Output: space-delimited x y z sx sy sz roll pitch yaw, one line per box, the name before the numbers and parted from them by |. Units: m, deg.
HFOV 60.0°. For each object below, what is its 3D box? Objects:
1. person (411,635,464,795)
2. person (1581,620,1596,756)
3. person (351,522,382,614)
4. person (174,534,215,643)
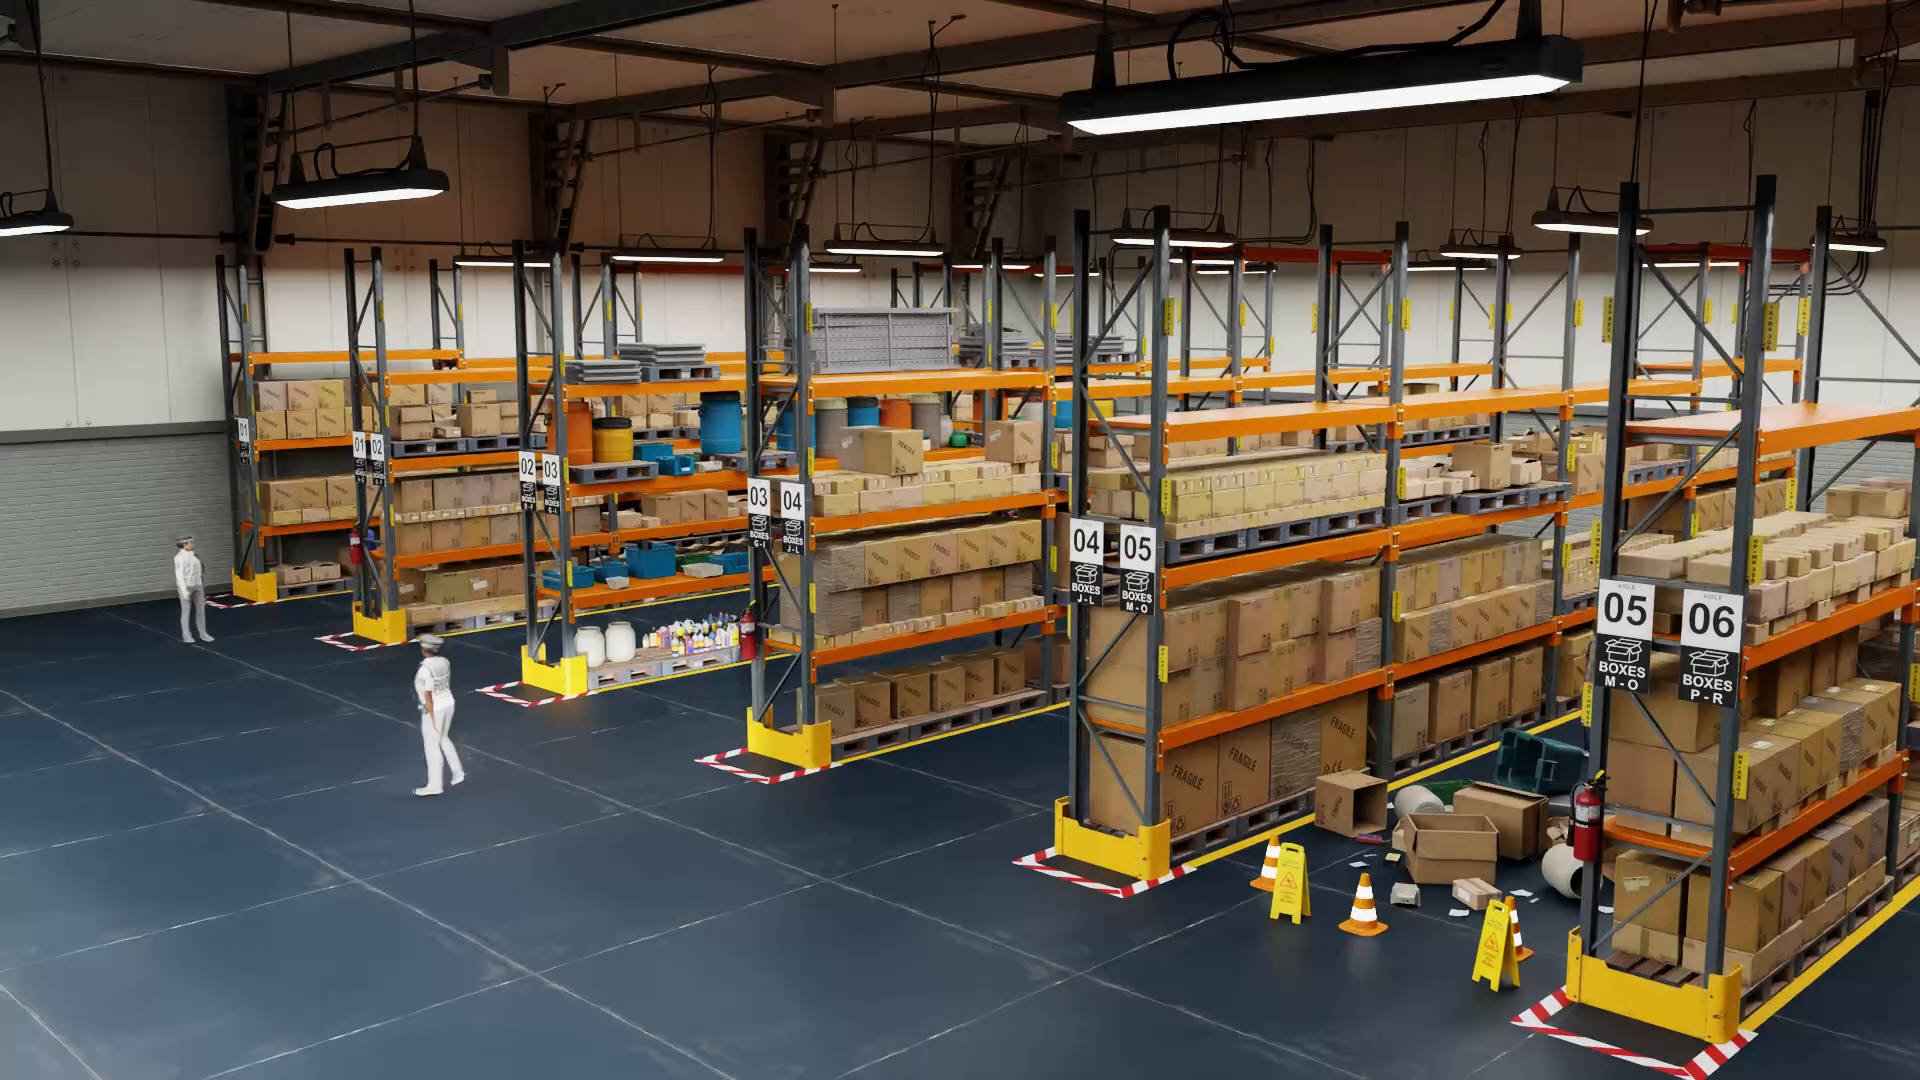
person | -5.550 1.843 17.662 0.388 1.689 0.553 3 8 18
person | 7.365 1.675 19.186 0.430 1.589 0.508 0 8 1
person | -9.913 0.429 27.855 0.528 1.677 0.619 7 11 42
person | -11.775 0.744 25.468 0.399 1.694 0.529 4 9 26
